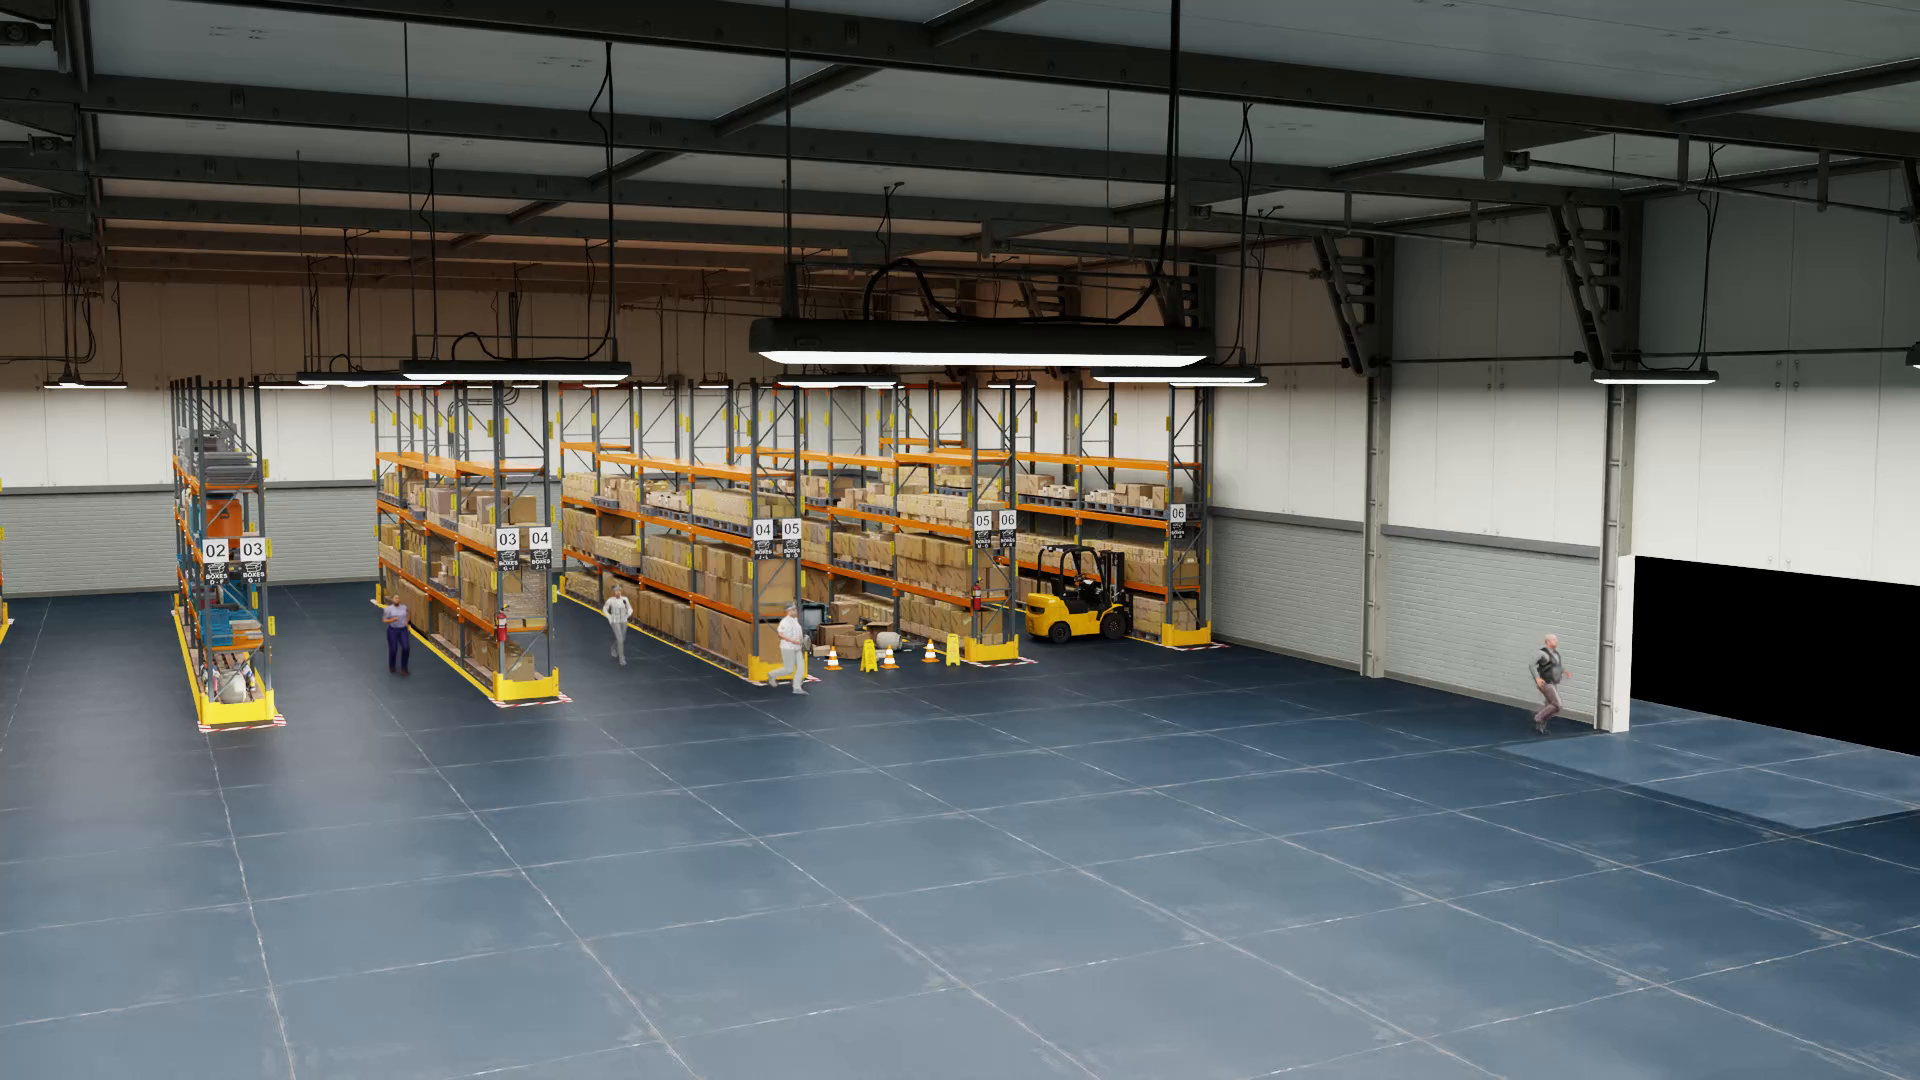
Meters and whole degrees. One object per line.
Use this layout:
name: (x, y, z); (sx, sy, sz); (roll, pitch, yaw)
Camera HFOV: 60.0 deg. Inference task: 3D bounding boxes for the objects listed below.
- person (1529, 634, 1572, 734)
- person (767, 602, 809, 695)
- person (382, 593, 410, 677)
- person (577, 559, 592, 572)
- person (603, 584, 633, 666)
person: (9.871, 2.410, 27.750); (0.601, 1.686, 0.667); (5, 7, 44)
person: (-3.230, 2.054, 31.602); (0.861, 1.768, 0.671); (2, 6, 25)
person: (-11.364, 1.920, 33.597); (0.585, 1.700, 0.708); (-3, 6, -31)
person: (-10.945, 0.533, 48.812); (0.549, 1.728, 0.779); (1, 5, 16)
person: (-7.202, 1.768, 35.146); (0.608, 1.699, 0.765); (-3, 6, -31)
